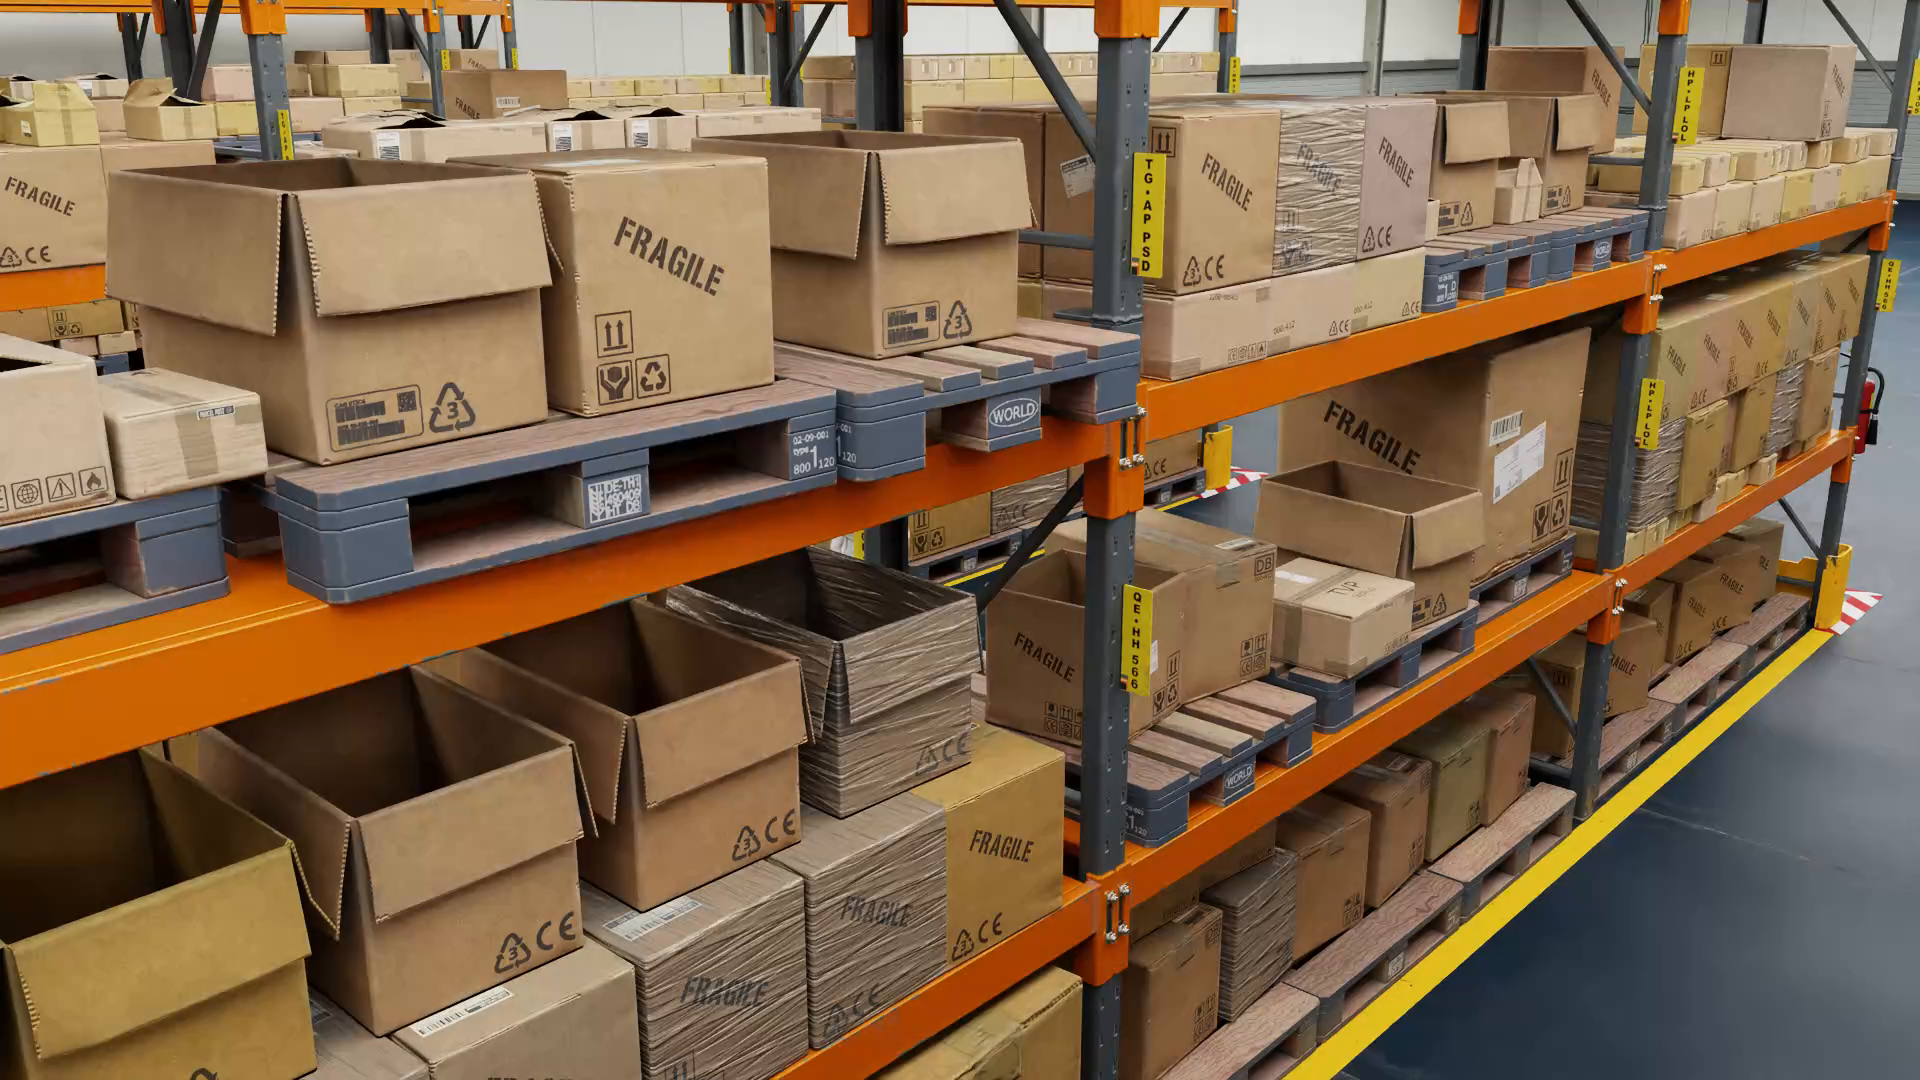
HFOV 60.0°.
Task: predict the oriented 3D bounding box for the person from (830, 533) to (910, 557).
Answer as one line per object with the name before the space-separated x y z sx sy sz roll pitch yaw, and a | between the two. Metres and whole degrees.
person | -0.527 0.174 9.470 0.540 1.663 0.375 14 22 38
